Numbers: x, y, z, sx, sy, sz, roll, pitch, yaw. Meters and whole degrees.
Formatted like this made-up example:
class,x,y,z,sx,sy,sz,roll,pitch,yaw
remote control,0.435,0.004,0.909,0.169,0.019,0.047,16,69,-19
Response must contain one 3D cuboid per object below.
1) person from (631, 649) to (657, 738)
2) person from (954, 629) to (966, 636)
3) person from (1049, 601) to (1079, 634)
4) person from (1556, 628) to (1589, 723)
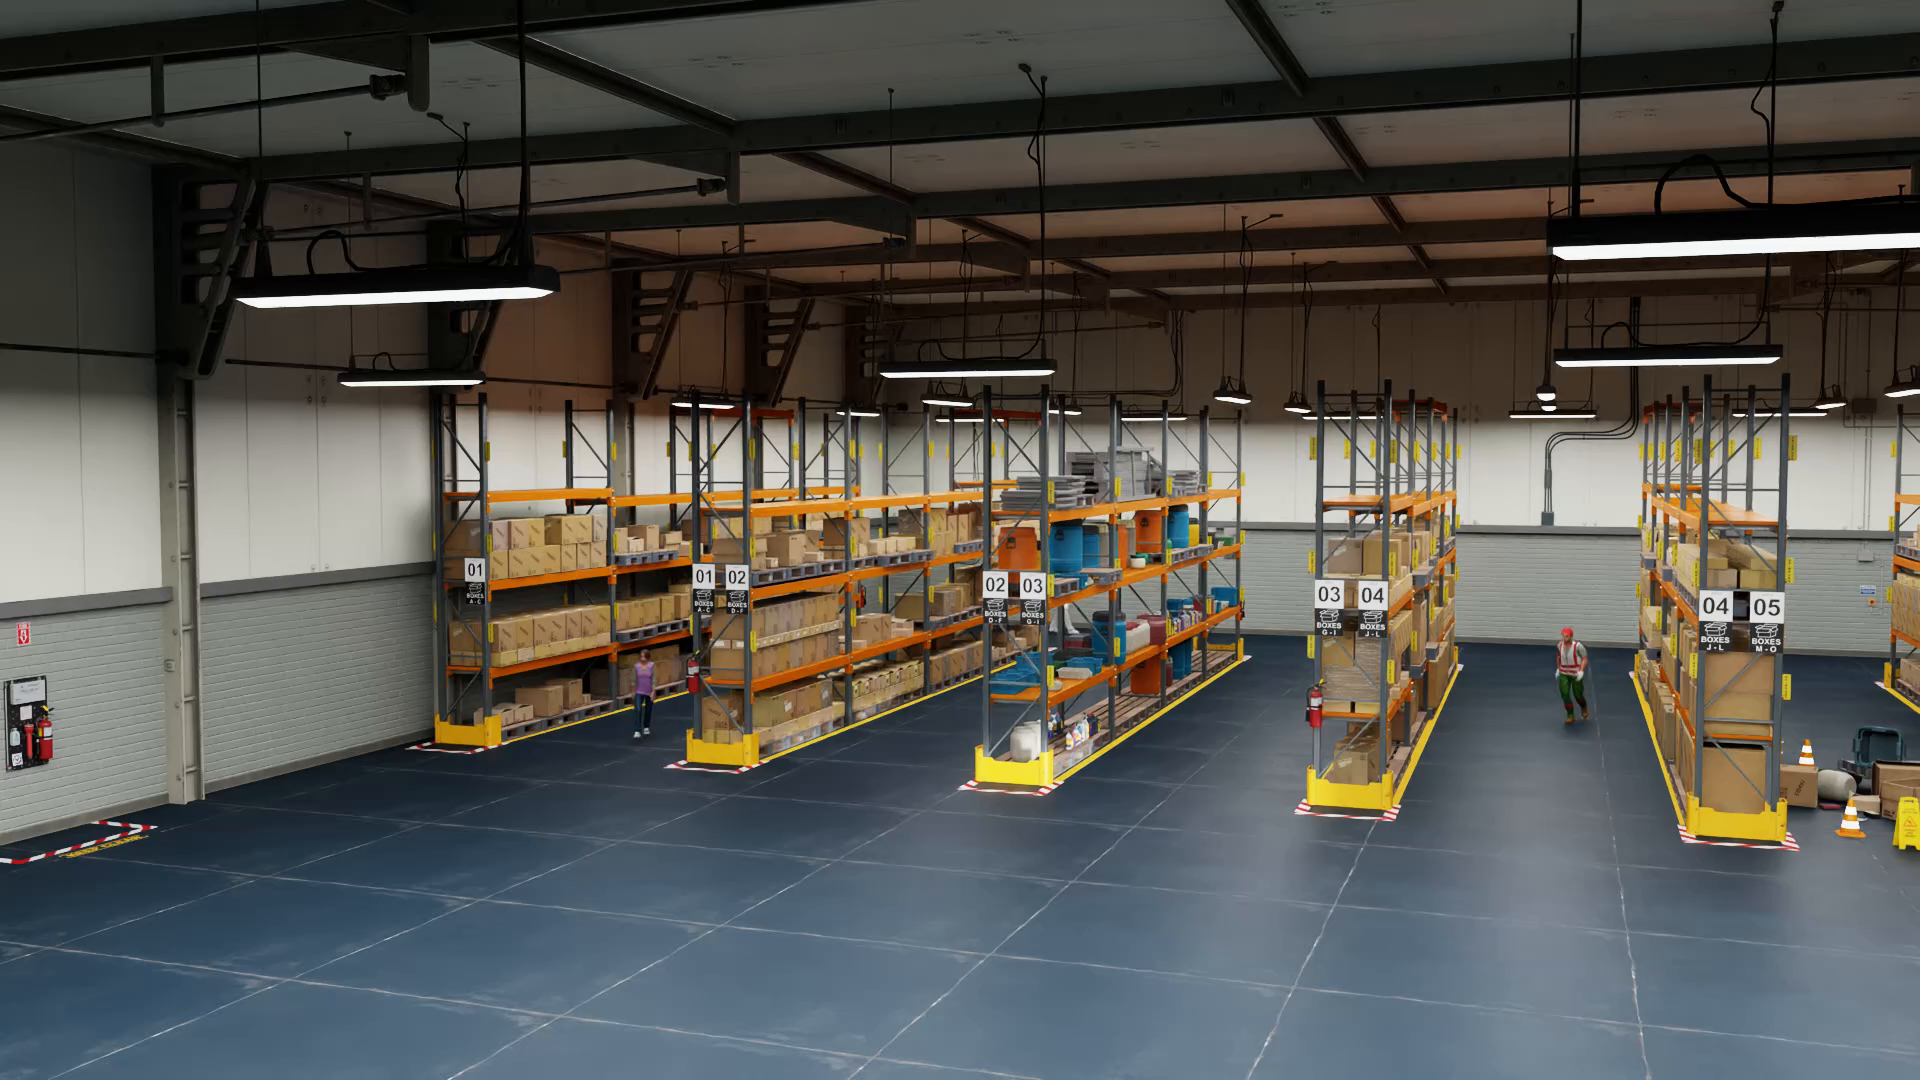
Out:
class,x,y,z,sx,sy,sz,roll,pitch,yaw
person,-5.499,2.667,28.930,0.436,1.536,1.003,-1,3,-16
person,-0.140,1.907,42.030,0.516,1.726,0.573,-2,4,-36
person,2.871,1.688,45.561,1.042,1.727,0.540,2,4,38
person,11.365,2.486,30.852,0.604,1.757,0.738,3,4,40
